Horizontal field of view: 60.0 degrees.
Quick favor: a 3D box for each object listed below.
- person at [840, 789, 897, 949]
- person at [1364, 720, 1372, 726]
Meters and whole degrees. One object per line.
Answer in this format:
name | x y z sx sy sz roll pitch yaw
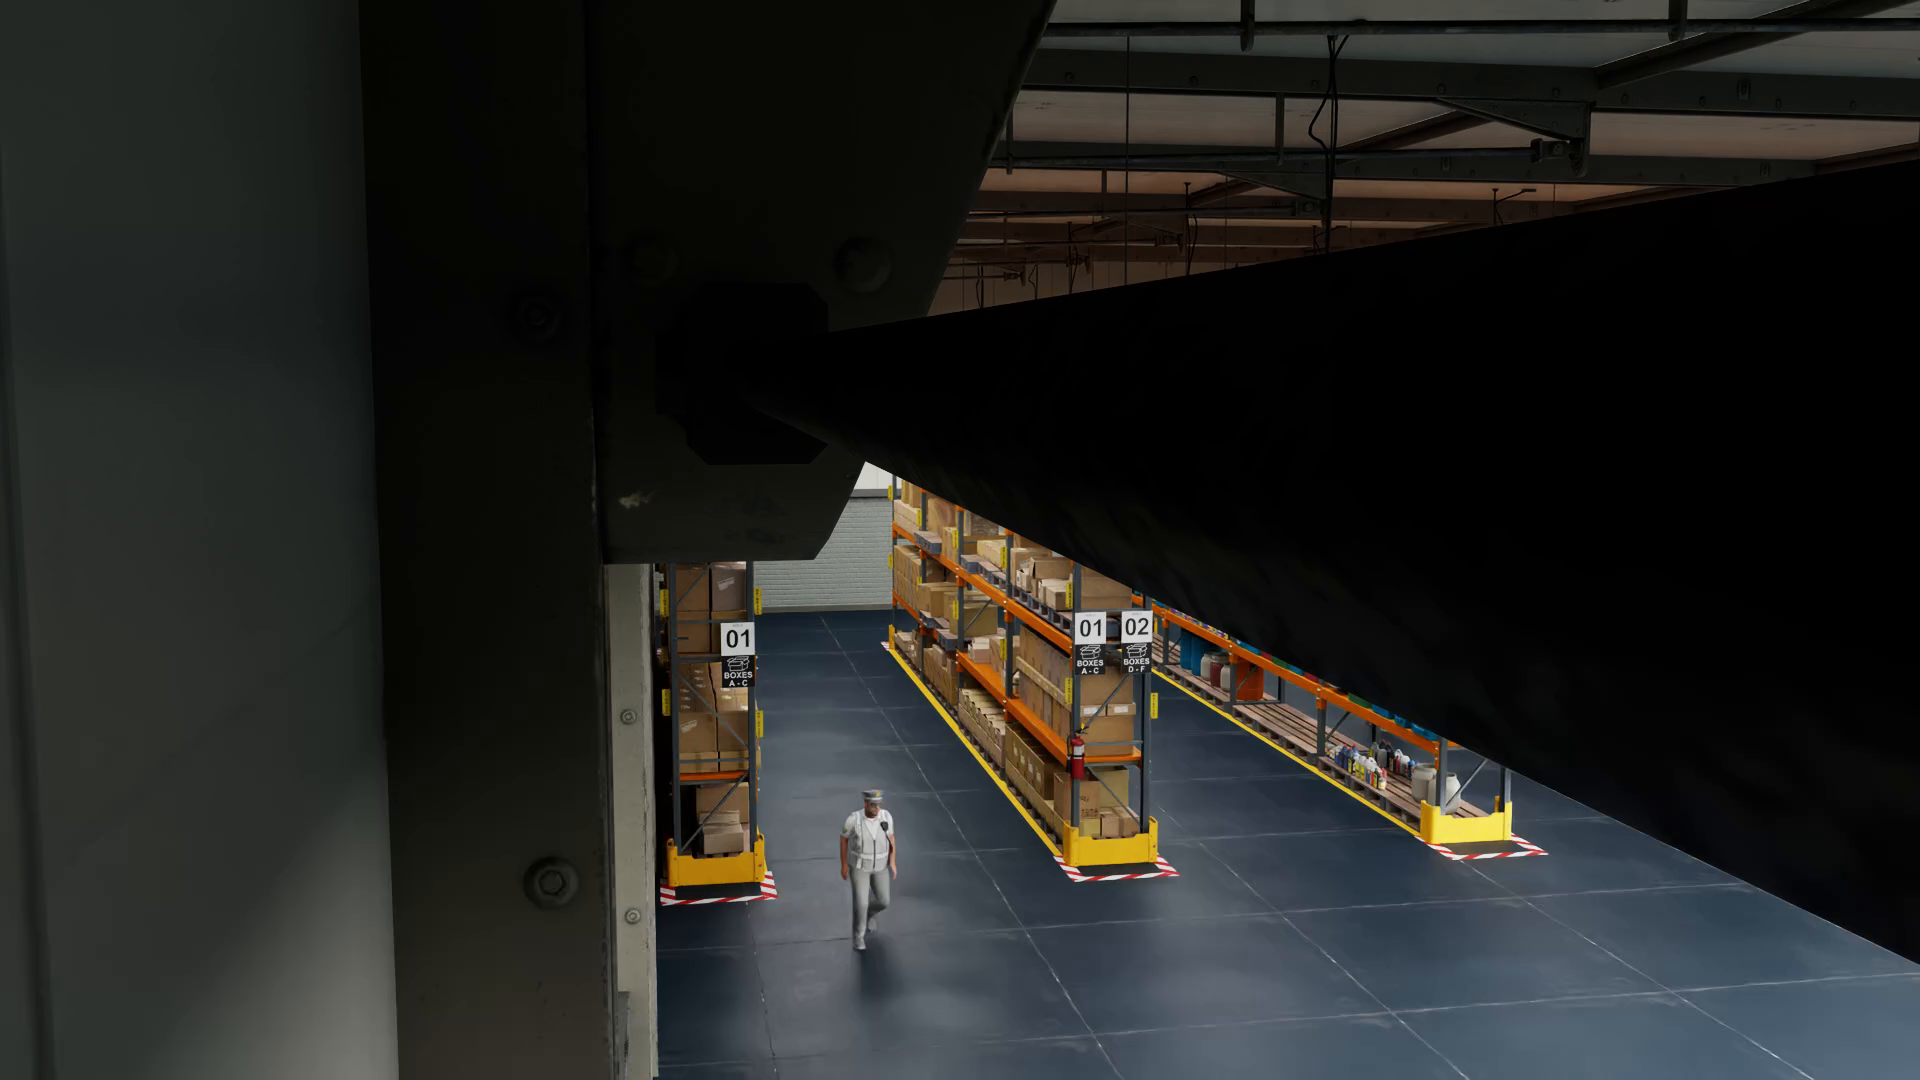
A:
person | -1.027 3.523 18.127 0.587 1.733 0.628 -3 7 -22
person | 7.160 2.395 28.783 0.517 1.678 0.513 0 6 -2
